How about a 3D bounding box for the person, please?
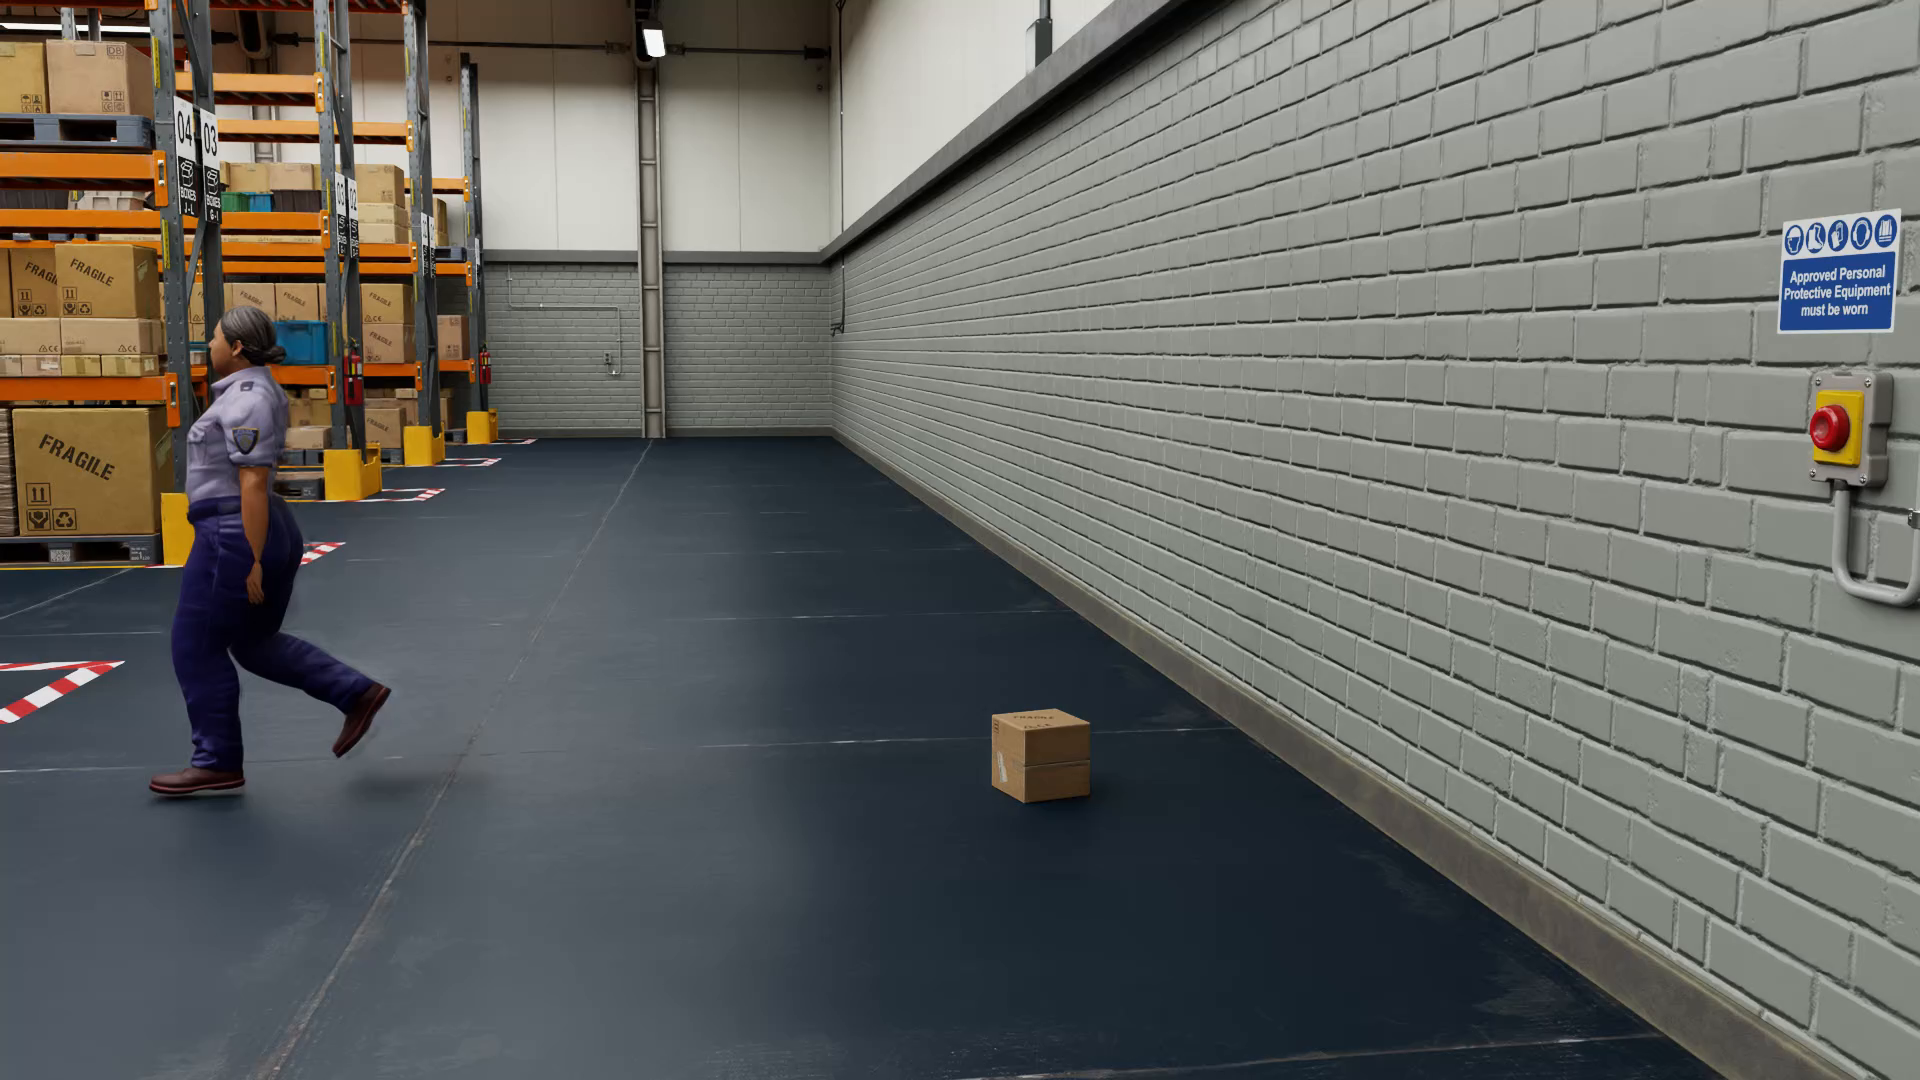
[{"bbox_3d":[-2.360,0.026,5.629,0.752,1.614,0.473,-1,7,-9],"label":"person"}]
